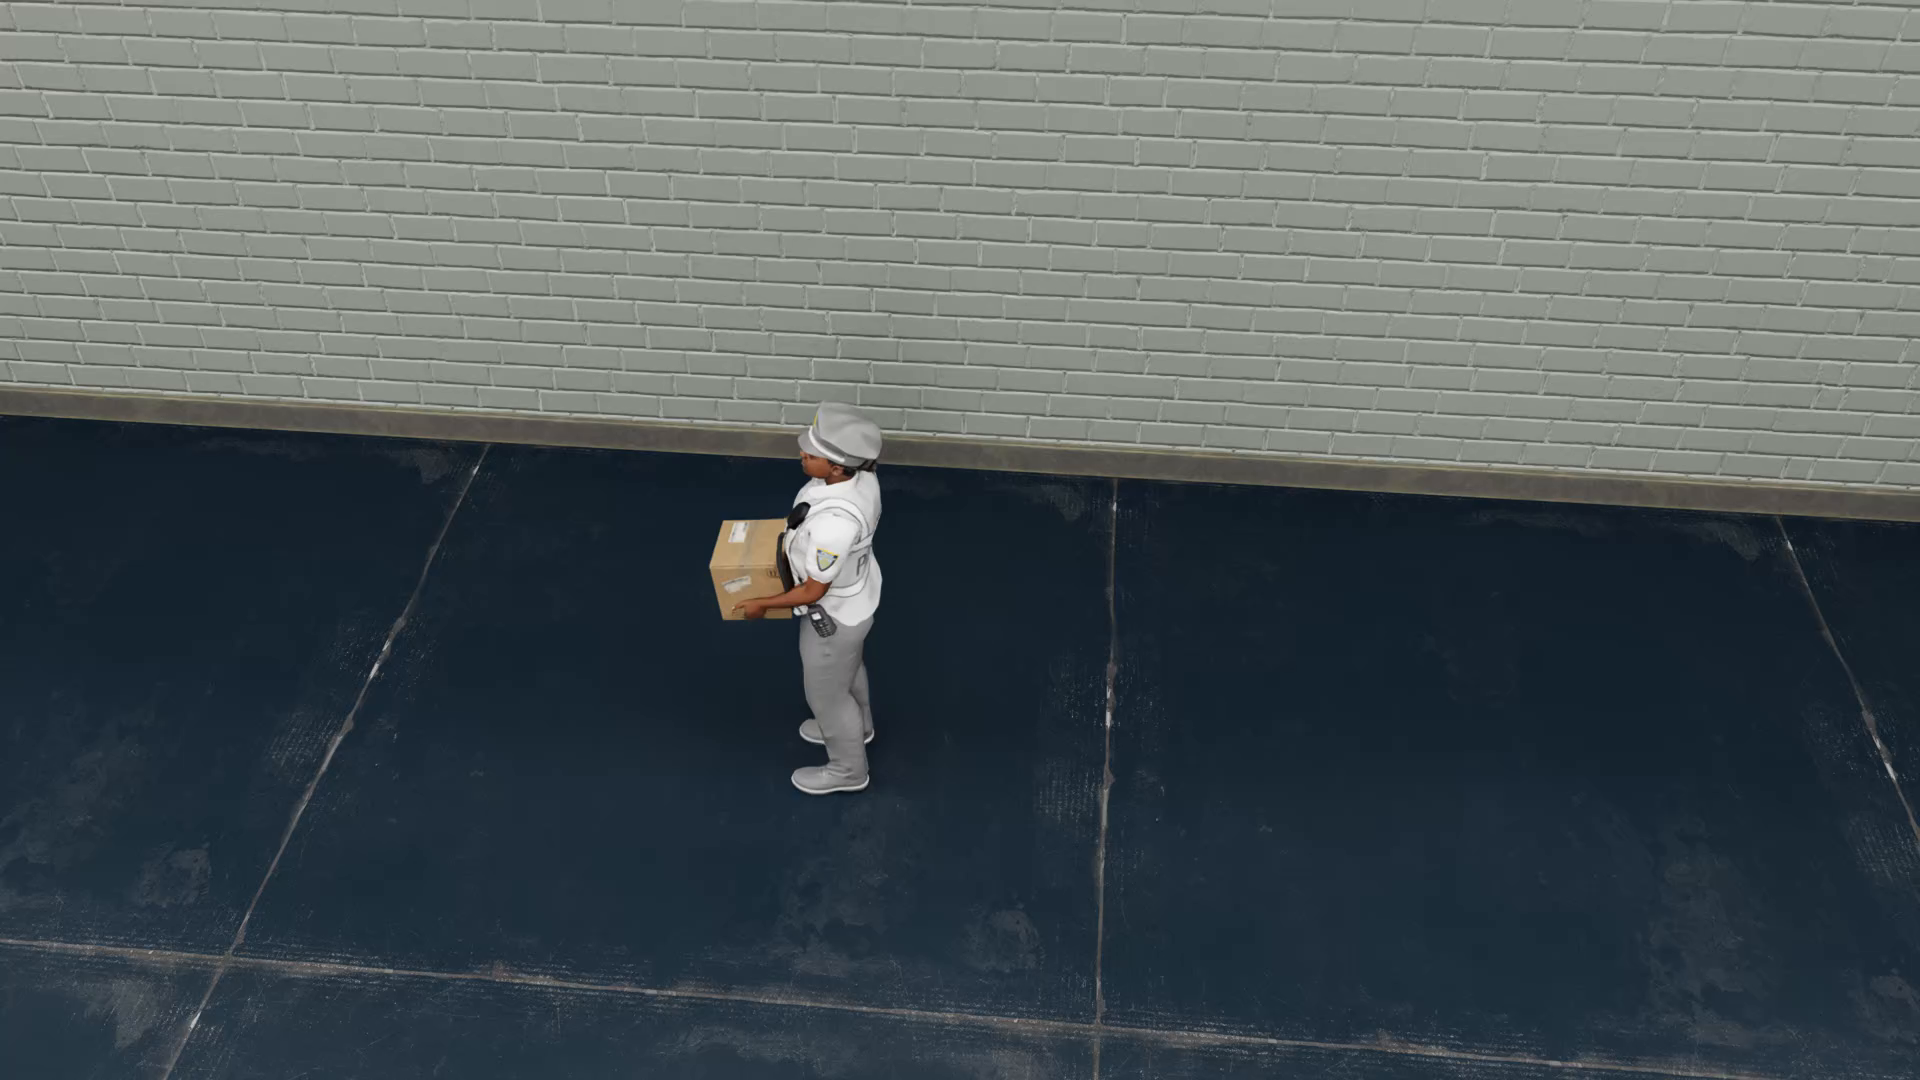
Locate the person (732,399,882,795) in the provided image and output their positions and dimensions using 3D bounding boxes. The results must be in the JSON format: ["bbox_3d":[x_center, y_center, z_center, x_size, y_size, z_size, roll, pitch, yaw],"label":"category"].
[{"bbox_3d":[-0.516,0.217,5.876,0.530,1.692,0.455,3,40,4],"label":"person"}]
